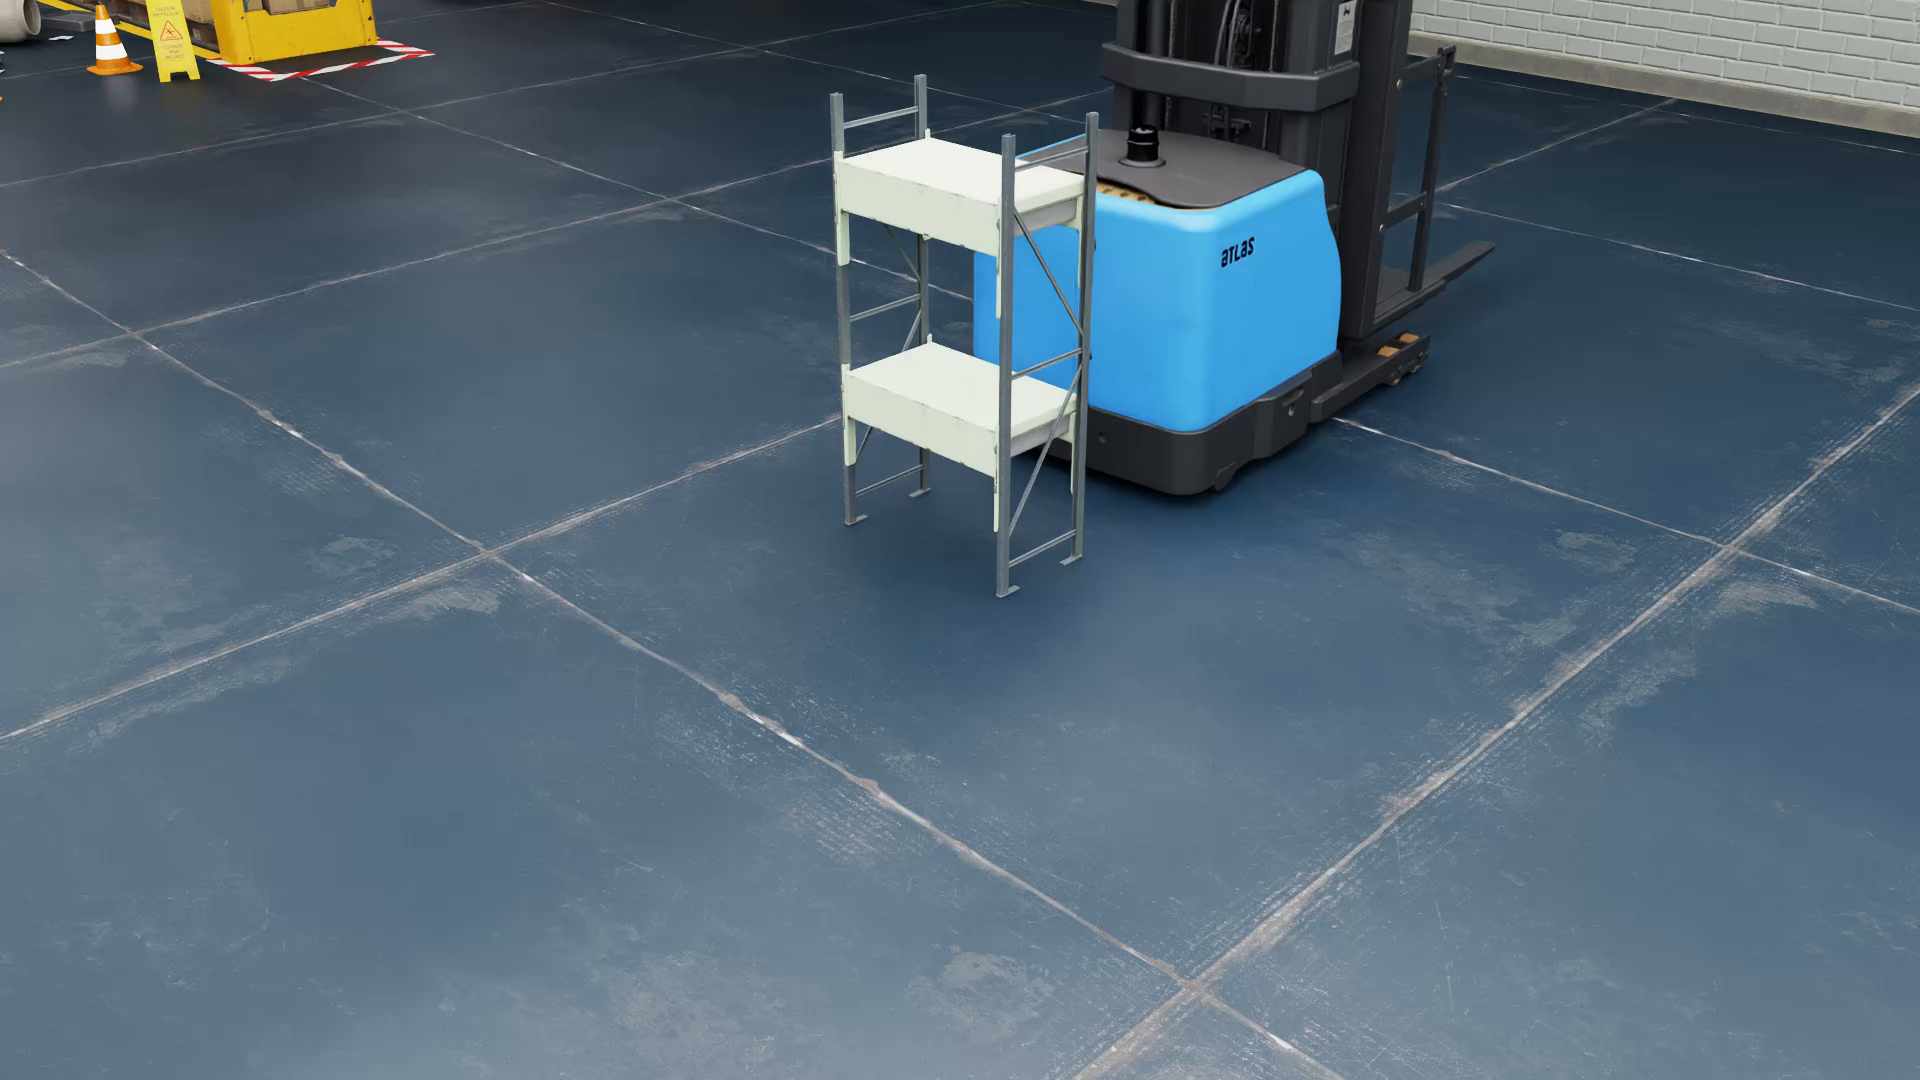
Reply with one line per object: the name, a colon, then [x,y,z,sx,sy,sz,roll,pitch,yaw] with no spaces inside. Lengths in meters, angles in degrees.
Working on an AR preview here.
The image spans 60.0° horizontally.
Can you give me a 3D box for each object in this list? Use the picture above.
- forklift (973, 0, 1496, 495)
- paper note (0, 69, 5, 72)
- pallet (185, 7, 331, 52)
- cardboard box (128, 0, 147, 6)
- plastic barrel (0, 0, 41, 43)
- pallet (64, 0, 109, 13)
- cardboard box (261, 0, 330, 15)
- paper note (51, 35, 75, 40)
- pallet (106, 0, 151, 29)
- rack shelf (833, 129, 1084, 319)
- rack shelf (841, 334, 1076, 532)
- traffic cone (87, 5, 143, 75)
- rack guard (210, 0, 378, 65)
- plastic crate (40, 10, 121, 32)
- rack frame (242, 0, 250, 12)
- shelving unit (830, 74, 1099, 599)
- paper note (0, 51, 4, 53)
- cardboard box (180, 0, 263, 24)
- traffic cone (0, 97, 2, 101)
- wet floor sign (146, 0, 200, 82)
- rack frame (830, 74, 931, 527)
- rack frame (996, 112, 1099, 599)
forklift: [1.355,-2.073,6.542,1.130,2.935,3.031,21,34,34]
paper note: [-7.182,-3.472,12.319,0.142,0.019,0.148,12,30,22]
pallet: [-5.721,-4.205,13.521,1.213,0.211,1.003,25,36,38]
cardboard box: [-6.618,-4.622,13.820,0.500,0.250,0.500,23,35,37]
plastic barrel: [-7.647,-4.169,13.224,0.512,0.421,0.421,-3,28,-5]
pallet: [-7.461,-5.001,15.035,1.213,0.211,1.003,25,36,38]
cardboard box: [-5.494,-4.462,13.516,0.500,0.250,0.500,24,36,38]
paper note: [-7.270,-4.071,13.459,0.148,0.019,0.142,12,30,22]
pallet: [-6.587,-4.603,14.278,1.213,0.211,1.003,25,36,38]
rack shelf: [0.005,-1.007,5.215,0.720,0.370,0.431,25,36,38]
rack shelf: [0.005,-0.373,5.549,0.720,0.370,0.431,25,36,38]
traffic cone: [-6.323,-3.727,12.341,0.334,0.463,0.336,25,36,38]
rack guard: [-5.167,-4.056,12.927,0.348,0.500,1.175,25,36,38]
plastic crate: [-7.420,-4.366,13.968,0.583,0.080,0.402,12,30,22]
rack frame: [-5.112,-5.138,12.298,0.127,3.000,1.000,25,36,38]
shelving unit: [0.005,-0.662,5.397,0.755,1.500,0.431,25,36,38]
paper note: [-7.502,-3.812,12.989,0.123,0.001,0.032,25,36,38]
cardboard box: [-5.895,-4.289,13.187,0.500,0.250,0.500,24,36,38]
traffic cone: [-6.859,-3.248,11.430,0.334,0.463,0.336,25,36,38]
wet floor sign: [-5.727,-3.679,12.053,0.267,0.644,0.232,-13,30,-22]
rack frame: [-0.256,-0.781,5.624,0.023,1.500,0.400,25,36,38]
rack frame: [0.266,-0.542,5.170,0.023,1.500,0.400,25,36,38]
